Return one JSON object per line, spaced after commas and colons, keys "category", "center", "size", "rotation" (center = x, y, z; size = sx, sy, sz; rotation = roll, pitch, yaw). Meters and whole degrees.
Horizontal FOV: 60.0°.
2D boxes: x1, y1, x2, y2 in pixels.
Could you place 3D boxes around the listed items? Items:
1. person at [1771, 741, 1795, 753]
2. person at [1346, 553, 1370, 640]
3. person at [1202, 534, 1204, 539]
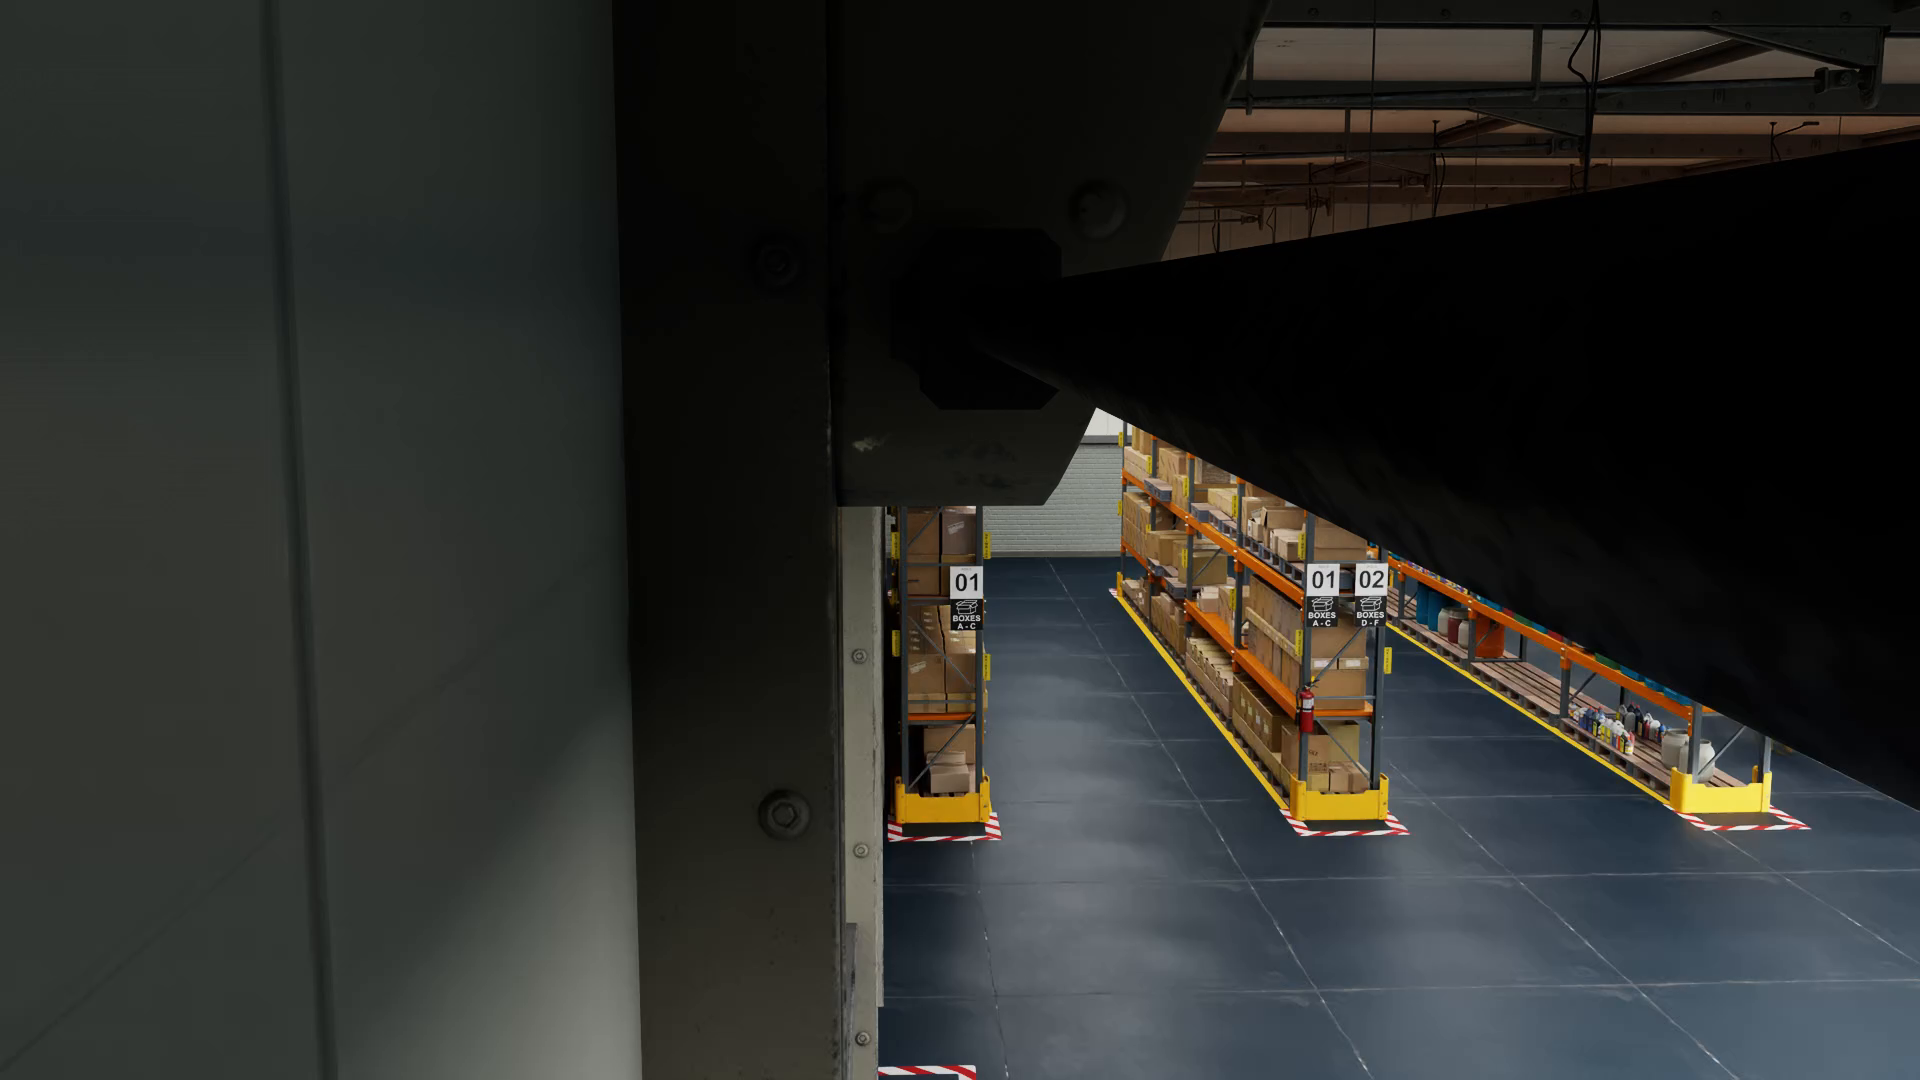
{"category": "person", "center": [11.758, 2.112, 23.734], "size": [0.598, 1.795, 0.393], "rotation": [8, 11, 43]}
{"category": "person", "center": [7.501, 1.043, 31.479], "size": [0.627, 1.760, 0.574], "rotation": [-2, 8, -17]}
{"category": "person", "center": [5.469, 0.008, 38.697], "size": [0.643, 1.762, 0.919], "rotation": [-1, 8, -8]}
